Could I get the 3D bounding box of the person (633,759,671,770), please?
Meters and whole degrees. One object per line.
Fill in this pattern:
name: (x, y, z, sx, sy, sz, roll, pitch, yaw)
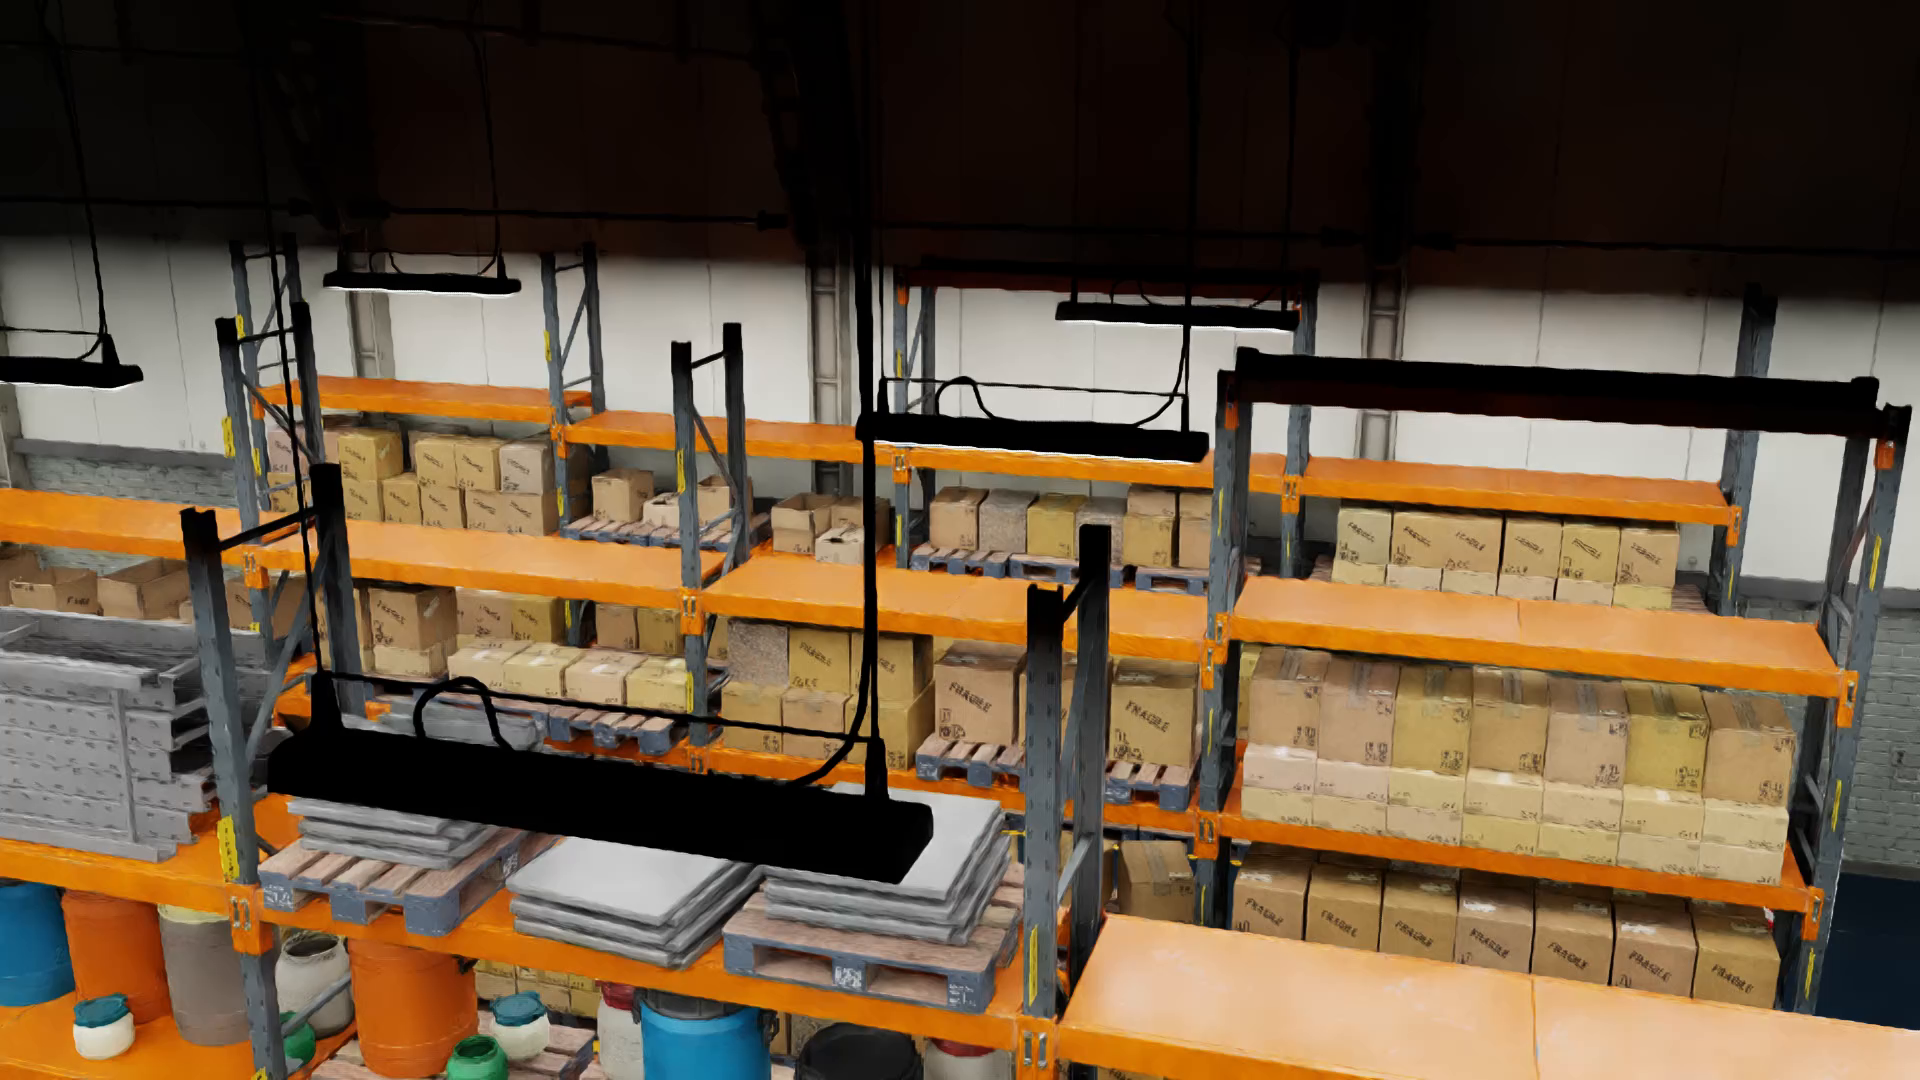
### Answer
person: (-2.910, 2.803, 15.903, 0.741, 1.741, 0.748, 7, 17, 22)
